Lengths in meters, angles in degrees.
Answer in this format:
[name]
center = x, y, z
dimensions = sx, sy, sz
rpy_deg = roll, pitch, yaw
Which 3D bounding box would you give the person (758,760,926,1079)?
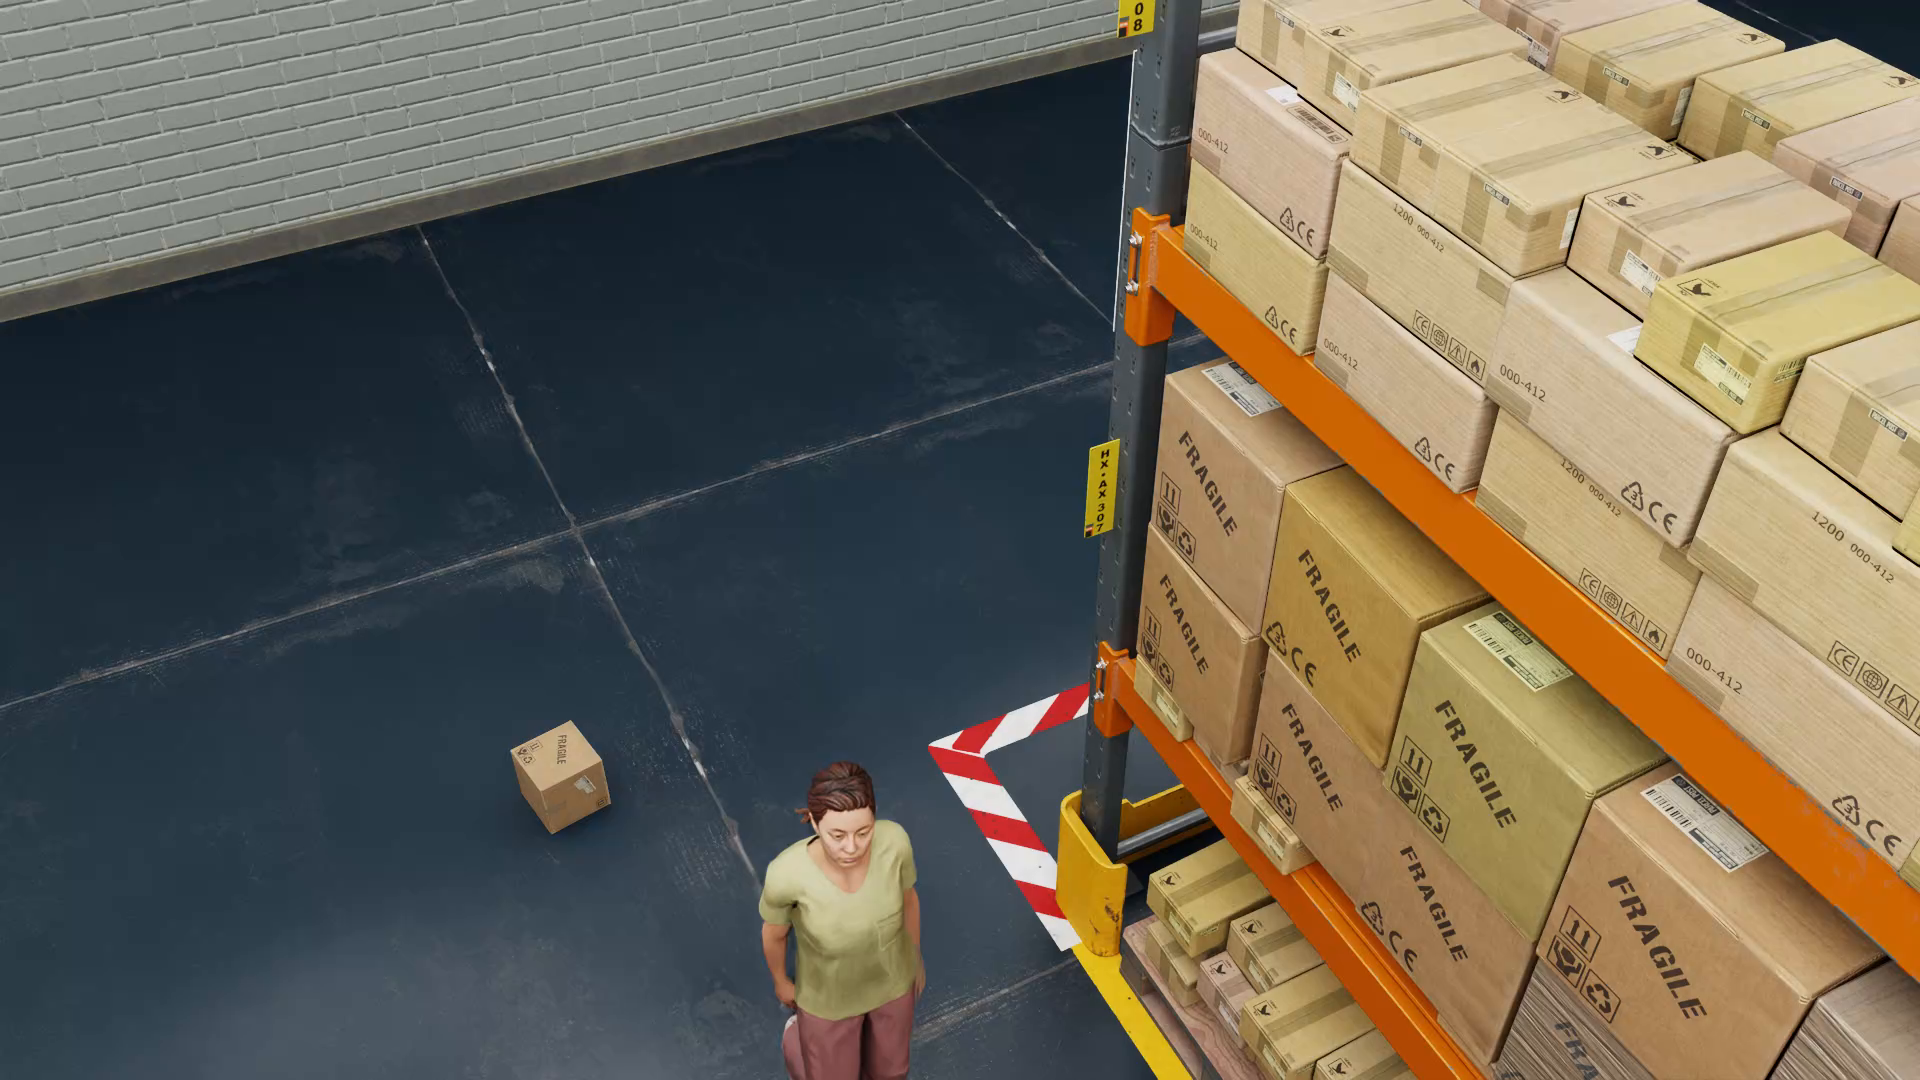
[person]
center = -0.322, 1.224, 4.742
dimensions = 0.447, 1.652, 0.528
rpy_deg = -17, 44, -18
